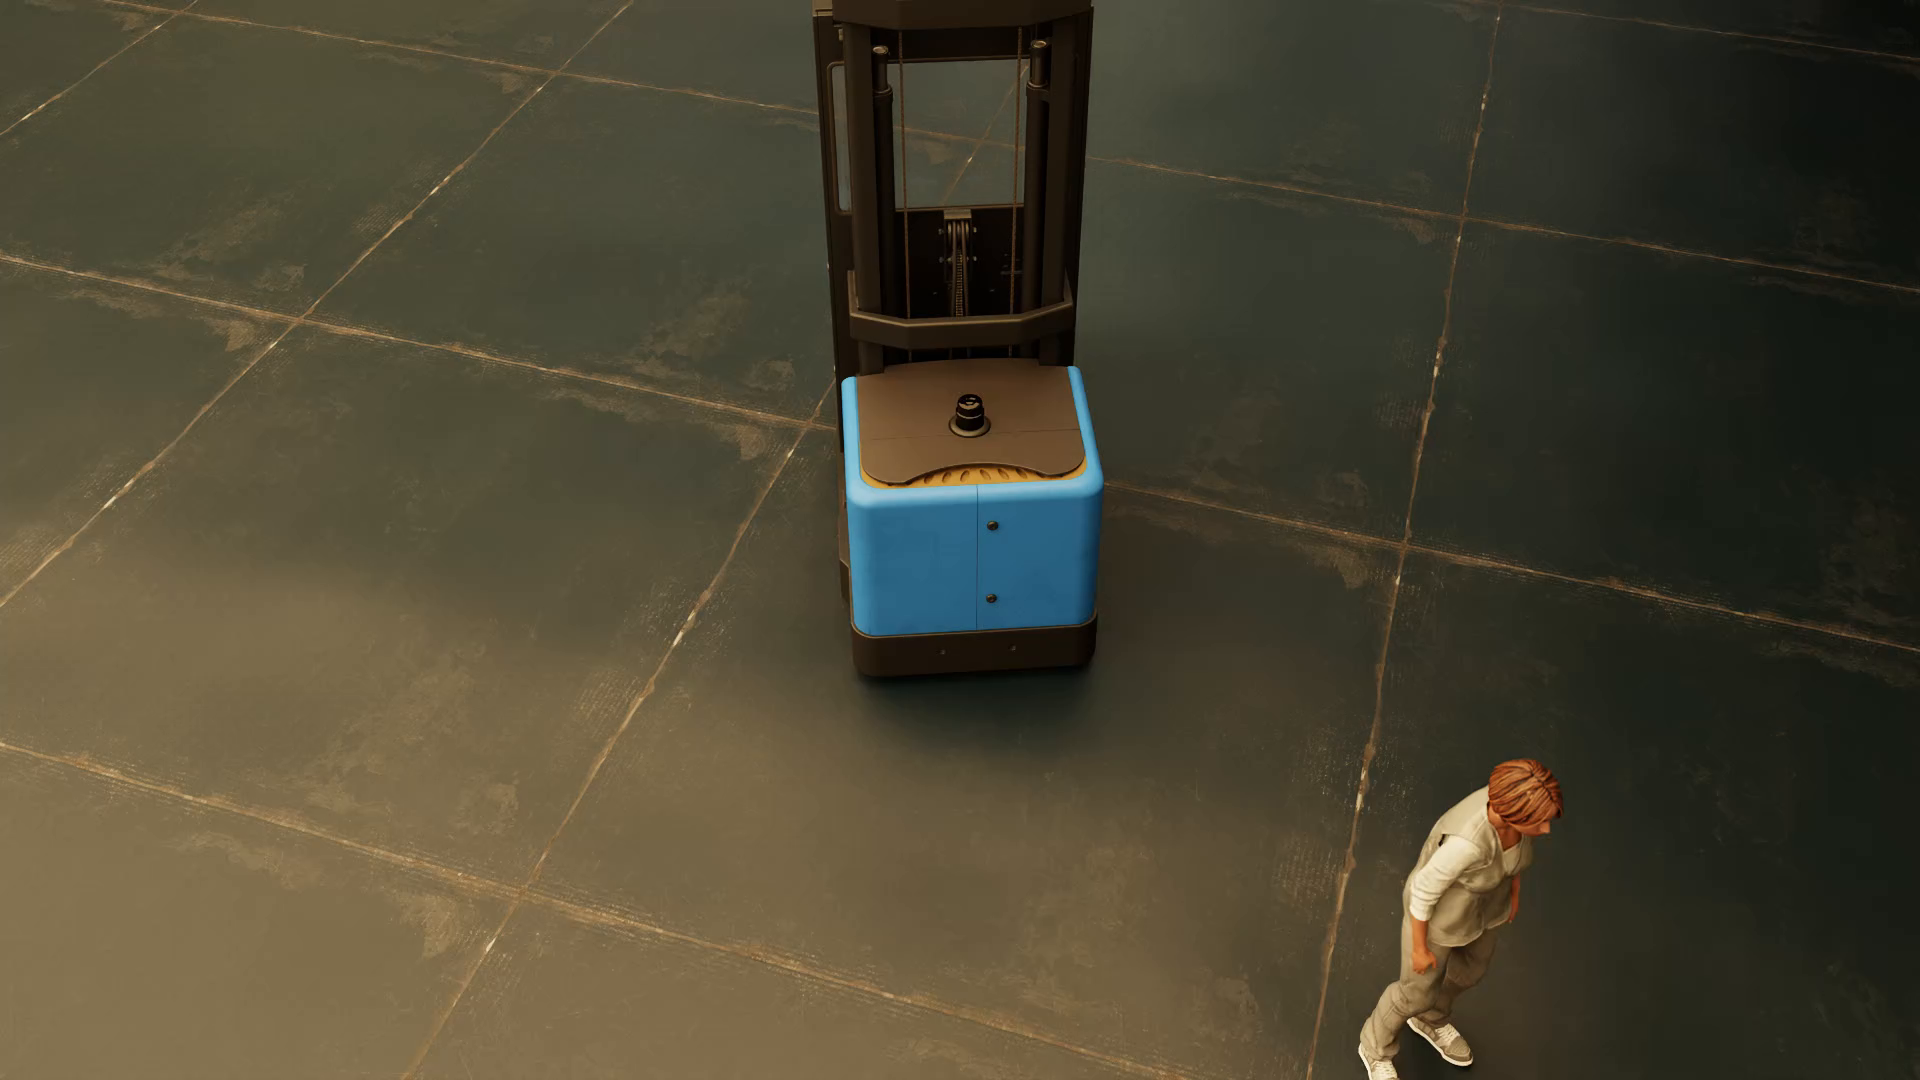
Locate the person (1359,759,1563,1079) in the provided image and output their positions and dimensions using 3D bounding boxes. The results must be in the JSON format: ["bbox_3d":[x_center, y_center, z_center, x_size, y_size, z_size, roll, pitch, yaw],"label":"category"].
[{"bbox_3d":[1.609,1.219,5.362,0.478,1.593,0.346,-23,47,-22],"label":"person"}]

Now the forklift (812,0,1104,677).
[{"bbox_3d":[-0.048,-1.486,7.287,1.130,2.935,3.031,-3,43,-3],"label":"forklift"}]
